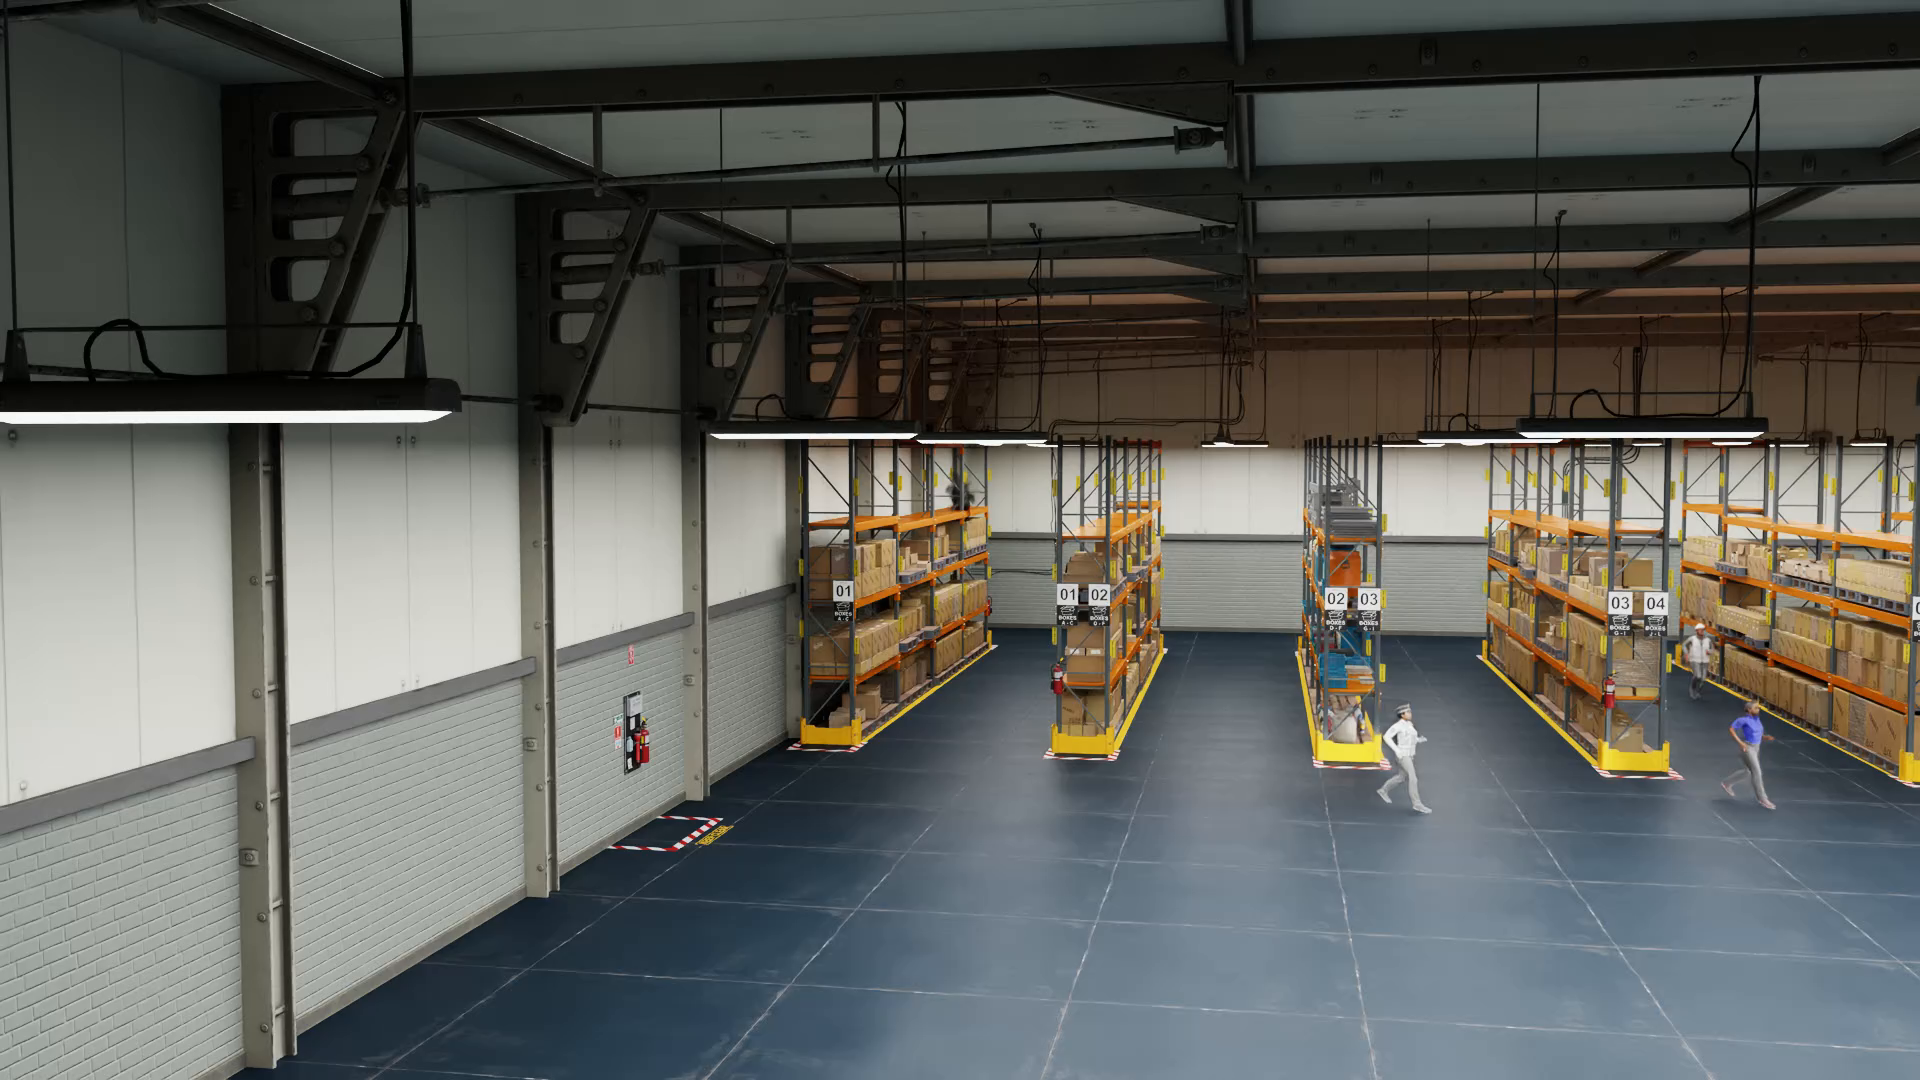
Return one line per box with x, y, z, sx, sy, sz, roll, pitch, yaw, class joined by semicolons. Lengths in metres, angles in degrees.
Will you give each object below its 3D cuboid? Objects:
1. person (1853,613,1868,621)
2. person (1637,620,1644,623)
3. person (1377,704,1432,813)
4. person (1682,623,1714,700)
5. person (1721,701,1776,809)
24.393;2.469;45.094;0.693;1.681;0.650;2;4;29;person
17.710;2.478;43.333;0.690;1.786;1.002;1;3;16;person
7.048;3.425;26.336;0.920;1.683;0.608;2;4;35;person
16.887;2.783;37.971;0.630;1.752;0.676;0;3;4;person
12.763;3.434;26.879;0.577;1.677;0.905;-3;4;-40;person
